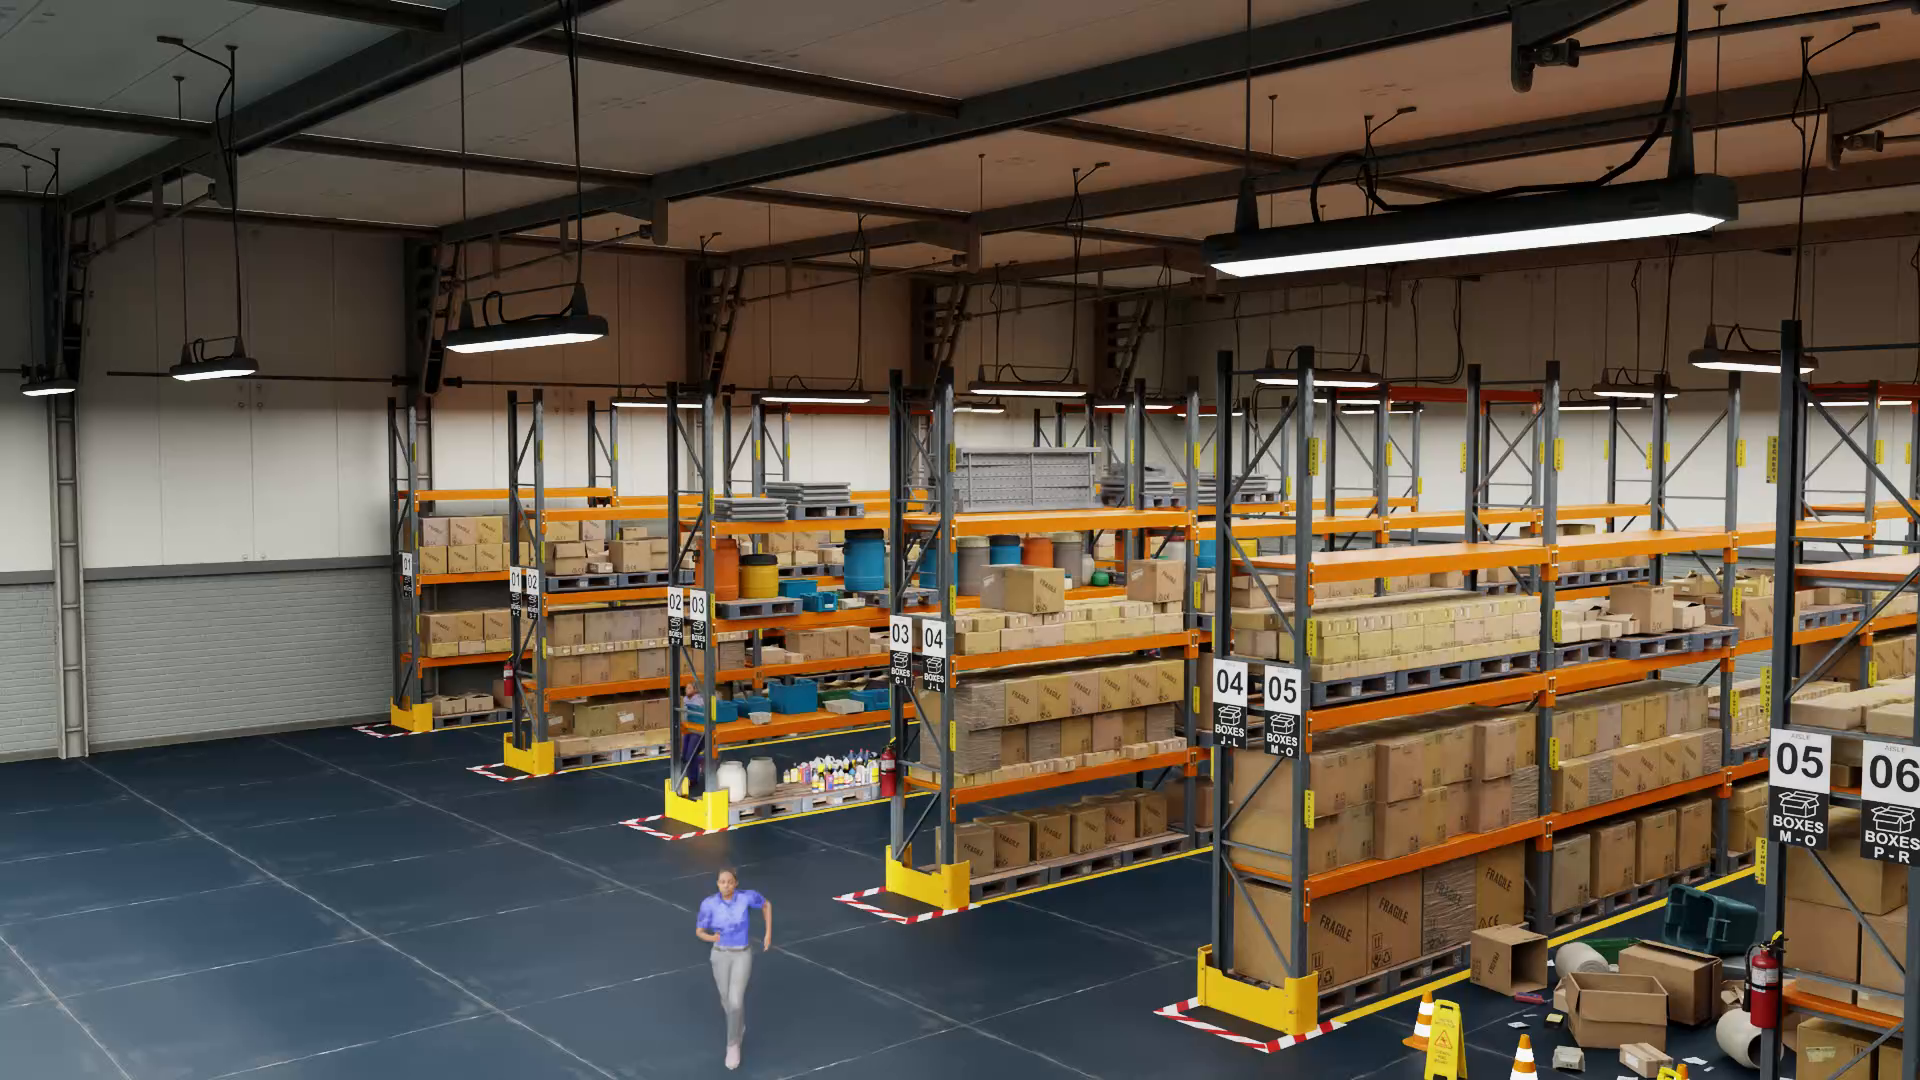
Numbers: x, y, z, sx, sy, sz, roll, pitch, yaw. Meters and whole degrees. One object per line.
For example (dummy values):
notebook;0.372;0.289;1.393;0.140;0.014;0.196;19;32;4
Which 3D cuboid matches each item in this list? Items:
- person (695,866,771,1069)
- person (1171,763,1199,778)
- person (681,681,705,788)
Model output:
person;-1.897;3.533;13.932;0.600;1.671;0.821;0;3;0
person;3.207;2.893;24.272;0.706;1.735;0.673;3;5;45
person;-3.974;2.913;25.051;0.623;1.610;0.545;2;4;34
